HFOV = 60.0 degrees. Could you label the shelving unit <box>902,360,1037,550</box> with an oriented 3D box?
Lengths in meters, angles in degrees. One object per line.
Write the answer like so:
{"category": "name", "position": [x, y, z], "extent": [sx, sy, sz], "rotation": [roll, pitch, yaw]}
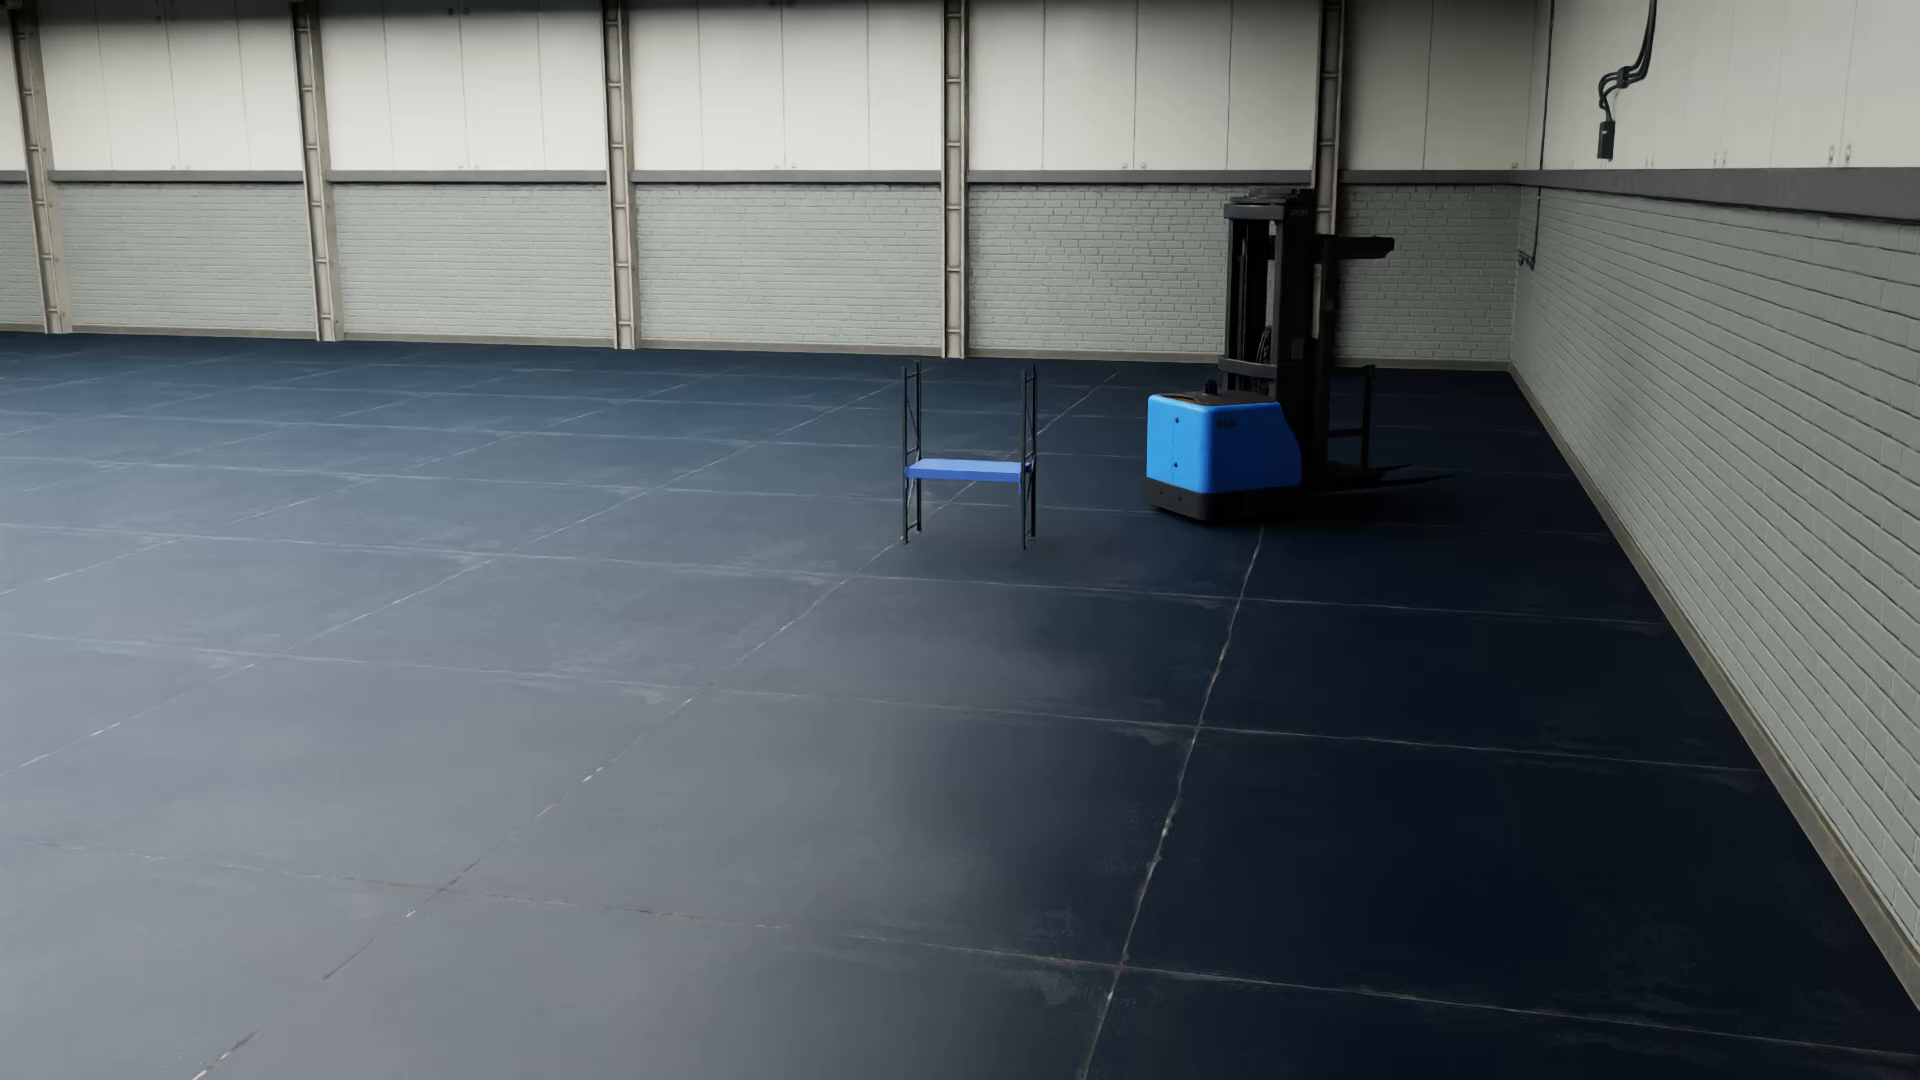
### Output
{"category": "shelving unit", "position": [0.083, -0.728, 14.051], "extent": [1.048, 1.500, 0.538], "rotation": [3, 13, 14]}

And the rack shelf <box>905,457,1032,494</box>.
{"category": "rack shelf", "position": [0.083, -0.552, 14.090], "extent": [1.000, 0.185, 0.538], "rotation": [3, 13, 14]}

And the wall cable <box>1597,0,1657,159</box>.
{"category": "wall cable", "position": [5.995, -6.417, 14.530], "extent": [0.169, 6.003, 2.305], "rotation": [3, 13, 14]}

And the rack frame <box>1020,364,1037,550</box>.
{"category": "rack frame", "position": [0.576, -0.701, 13.932], "extent": [0.032, 1.500, 0.500], "rotation": [3, 13, 14]}

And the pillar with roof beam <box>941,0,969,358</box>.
{"category": "pillar with roof beam", "position": [-1.115, -6.589, 23.158], "extent": [0.400, 9.000, 9.100], "rotation": [3, 13, 14]}

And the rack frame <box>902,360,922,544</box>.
{"category": "rack frame", "position": [-0.411, -0.754, 14.170], "extent": [0.032, 1.500, 0.500], "rotation": [3, 13, 14]}

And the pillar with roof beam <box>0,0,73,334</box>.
{"category": "pillar with roof beam", "position": [-18.591, -7.523, 27.368], "extent": [0.548, 9.000, 9.100], "rotation": [3, 13, 14]}

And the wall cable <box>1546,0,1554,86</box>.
{"category": "wall cable", "position": [7.637, -7.133, 21.117], "extent": [0.112, 2.526, 3.097], "rotation": [3, 13, 14]}

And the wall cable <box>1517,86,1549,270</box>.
{"category": "wall cable", "position": [8.285, -5.236, 24.229], "extent": [0.112, 2.526, 3.097], "rotation": [3, 13, 14]}

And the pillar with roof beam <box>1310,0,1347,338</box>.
{"category": "pillar with roof beam", "position": [4.710, -6.278, 21.754], "extent": [0.400, 9.000, 9.100], "rotation": [3, 13, 14]}

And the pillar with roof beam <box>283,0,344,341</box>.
{"category": "pillar with roof beam", "position": [-12.766, -7.212, 25.965], "extent": [0.548, 9.000, 9.100], "rotation": [3, 13, 14]}

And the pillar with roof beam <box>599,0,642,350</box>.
{"category": "pillar with roof beam", "position": [-6.940, -6.901, 24.561], "extent": [0.400, 9.000, 9.100], "rotation": [3, 13, 14]}

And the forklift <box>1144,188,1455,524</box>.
{"category": "forklift", "position": [3.277, -1.769, 15.442], "extent": [3.031, 2.935, 1.130], "rotation": [-6, 14, -25]}
